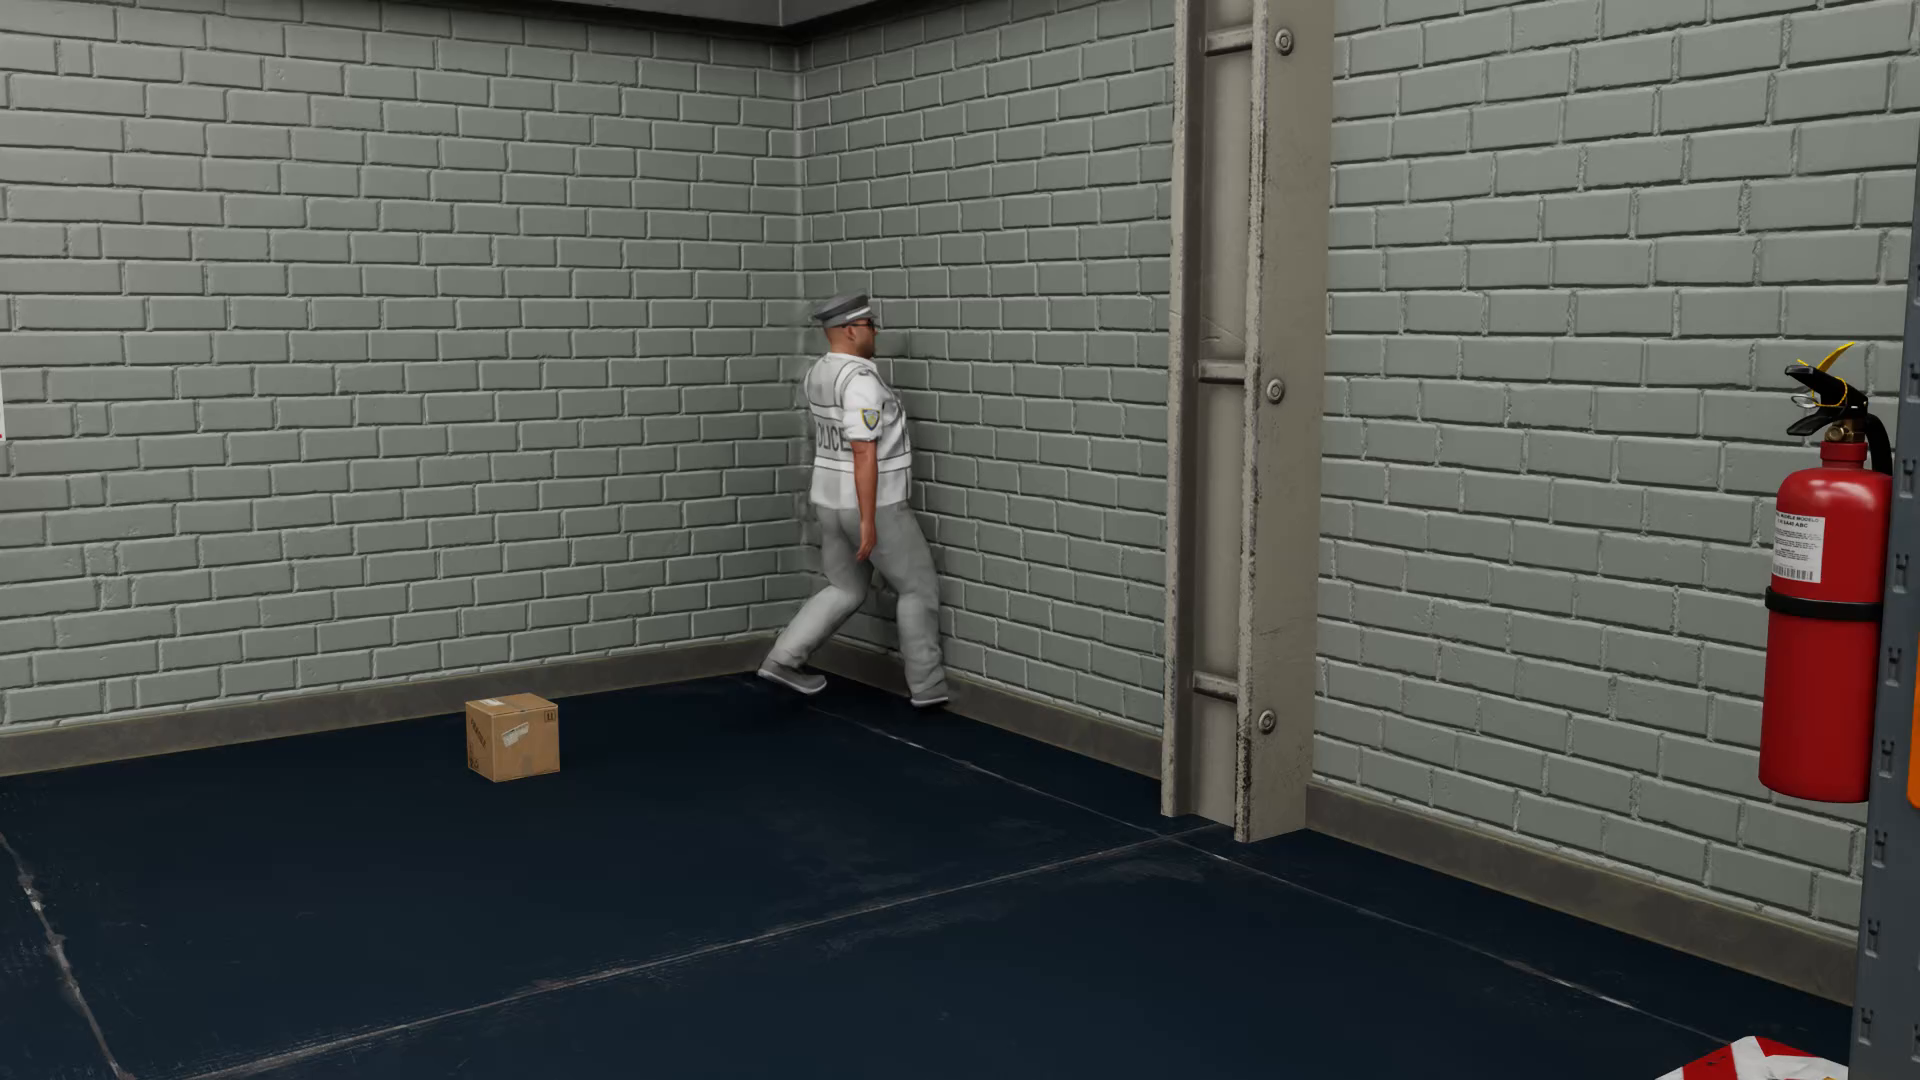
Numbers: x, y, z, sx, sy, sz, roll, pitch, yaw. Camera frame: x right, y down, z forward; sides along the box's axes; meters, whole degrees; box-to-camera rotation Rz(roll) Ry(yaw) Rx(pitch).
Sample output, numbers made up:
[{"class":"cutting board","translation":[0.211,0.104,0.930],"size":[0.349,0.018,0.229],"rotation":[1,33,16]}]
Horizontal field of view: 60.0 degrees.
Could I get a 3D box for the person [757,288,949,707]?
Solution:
[{"class":"person","translation":[-0.364,-0.168,6.868],"size":[0.890,1.730,0.533],"rotation":[-5,9,-34]}]
